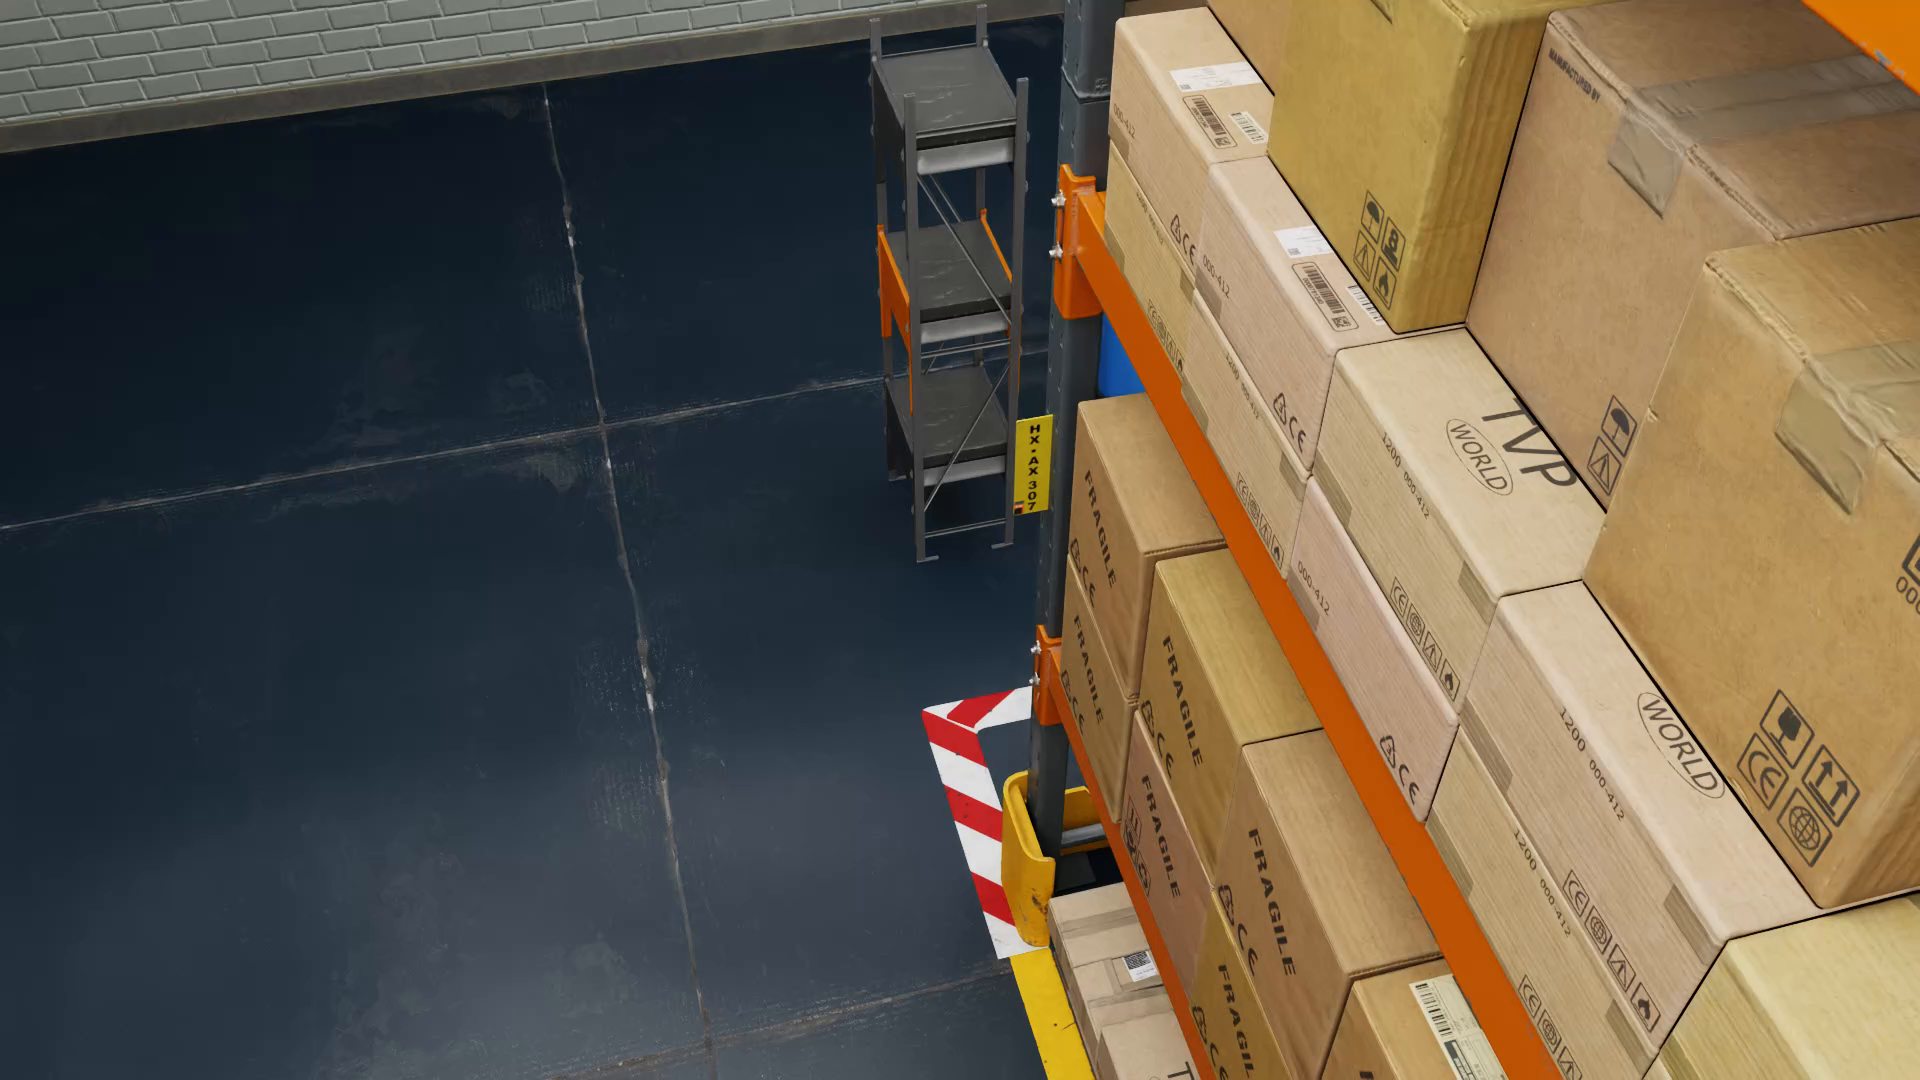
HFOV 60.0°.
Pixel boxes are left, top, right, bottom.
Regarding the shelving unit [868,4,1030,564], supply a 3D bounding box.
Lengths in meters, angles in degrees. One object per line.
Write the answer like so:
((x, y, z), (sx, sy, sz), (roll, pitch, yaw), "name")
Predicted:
((-0.042, -0.849, 6.112), (0.431, 2.100, 0.503), (-11, 47, -10), "shelving unit")

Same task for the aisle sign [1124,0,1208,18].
((0.411, -0.888, 3.699), (0.394, 0.787, 0.004), (-11, 47, -10), "aisle sign")

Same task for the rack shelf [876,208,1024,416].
((-0.042, -0.840, 6.122), (0.431, 0.518, 0.480), (-11, 47, -10), "rack shelf")

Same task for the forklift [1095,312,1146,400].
((2.113, -1.260, 5.933), (3.031, 2.935, 1.130), (20, 49, 18), "forklift")

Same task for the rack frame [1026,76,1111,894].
((0.713, 0.016, 4.634), (1.000, 3.000, 0.127), (-11, 47, -10), "rack frame")

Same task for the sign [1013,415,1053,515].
((0.188, -0.188, 4.228), (0.100, 0.325, 0.005), (-11, 47, -10), "sign")

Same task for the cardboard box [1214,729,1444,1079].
((0.836, 0.691, 3.202), (0.500, 0.500, 0.500), (-10, 46, -10), "cardboard box")

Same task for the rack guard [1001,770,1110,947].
((0.732, 0.943, 5.476), (1.175, 0.500, 0.348), (-11, 47, -10), "rack guard")

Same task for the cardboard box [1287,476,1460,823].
((0.844, 0.112, 2.545), (0.500, 0.250, 0.500), (-11, 47, -10), "cardboard box")

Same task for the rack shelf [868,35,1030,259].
((-0.042, -1.330, 5.622), (0.431, 0.518, 0.480), (-11, 47, -10), "rack shelf")

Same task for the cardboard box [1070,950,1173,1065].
((0.552, 1.378, 4.975), (0.380, 0.166, 0.250), (-11, 47, -10), "cardboard box")

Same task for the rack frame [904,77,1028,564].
((0.020, -0.681, 5.947), (0.400, 2.100, 0.015), (-11, 47, -10), "rack frame")

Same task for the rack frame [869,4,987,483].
((-0.105, -1.018, 6.277), (0.400, 2.100, 0.015), (-11, 47, -10), "rack frame")

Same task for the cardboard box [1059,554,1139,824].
((0.571, 0.335, 4.251), (0.500, 0.500, 0.500), (-10, 46, -9), "cardboard box")

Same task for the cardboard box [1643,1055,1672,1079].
((1.101, 0.802, 1.868), (0.500, 0.250, 0.500), (-11, 47, -10), "cardboard box")

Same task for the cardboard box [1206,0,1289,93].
((0.860, -1.067, 2.825), (0.700, 0.500, 0.500), (-11, 47, -10), "cardboard box")

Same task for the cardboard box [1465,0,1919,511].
((1.138, -0.381, 2.153), (0.700, 0.500, 0.500), (-11, 47, -10), "cardboard box")

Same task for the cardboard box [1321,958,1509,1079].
((0.967, 1.042, 2.859), (0.500, 0.500, 0.500), (-11, 47, -11), "cardboard box")

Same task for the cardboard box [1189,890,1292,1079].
((0.834, 1.038, 3.563), (0.500, 0.500, 0.500), (-11, 47, -10), "cardboard box")

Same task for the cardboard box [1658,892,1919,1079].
((1.099, 0.628, 1.690), (0.500, 0.250, 0.500), (-11, 47, -10), "cardboard box")

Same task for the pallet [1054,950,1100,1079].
((0.937, 1.595, 5.040), (1.003, 0.211, 1.213), (-11, 47, -10), "pallet")

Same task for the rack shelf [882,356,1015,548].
((-0.042, -0.350, 6.622), (0.431, 0.518, 0.480), (-11, 47, -10), "rack shelf")

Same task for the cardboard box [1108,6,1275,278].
((0.593, -0.754, 3.044), (0.500, 0.250, 0.500), (-11, 47, -10), "cardboard box")

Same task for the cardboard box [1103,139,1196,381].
((0.598, -0.580, 3.223), (0.500, 0.250, 0.500), (-11, 47, -10), "cardboard box")

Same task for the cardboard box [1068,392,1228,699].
((0.571, -0.015, 3.894), (0.500, 0.500, 0.500), (-9, 46, -9), "cardboard box")

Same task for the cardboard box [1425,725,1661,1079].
((0.978, 0.456, 2.208), (0.500, 0.250, 0.500), (-11, 47, -10), "cardboard box")

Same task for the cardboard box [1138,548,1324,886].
((0.713, 0.345, 3.542), (0.500, 0.500, 0.500), (-10, 46, -10), "cardboard box")

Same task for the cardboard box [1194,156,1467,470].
((0.714, -0.408, 2.704), (0.500, 0.250, 0.500), (-11, 47, -10), "cardboard box")

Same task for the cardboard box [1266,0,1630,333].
((0.906, -0.707, 2.472), (0.700, 0.500, 0.500), (-11, 47, -10), "cardboard box")

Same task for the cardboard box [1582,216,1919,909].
((1.175, -0.019, 1.798), (0.700, 0.500, 0.500), (-11, 47, -10), "cardboard box")

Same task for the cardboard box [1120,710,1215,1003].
((0.709, 0.691, 3.903), (0.500, 0.500, 0.500), (-11, 47, -11), "cardboard box")

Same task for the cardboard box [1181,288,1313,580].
((0.714, -0.233, 2.883), (0.500, 0.250, 0.500), (-11, 47, -10), "cardboard box")

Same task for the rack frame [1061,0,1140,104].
((0.713, -2.084, 2.492), (1.000, 3.000, 0.127), (-11, 47, -10), "rack frame")

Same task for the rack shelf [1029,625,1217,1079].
((1.225, 1.648, 3.538), (1.077, 0.370, 4.000), (-11, 47, -10), "rack shelf")

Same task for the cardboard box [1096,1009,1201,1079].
((0.706, 1.597, 4.702), (0.500, 0.250, 0.500), (-11, 47, -10), "cardboard box")

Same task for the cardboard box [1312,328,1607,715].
((0.848, -0.064, 2.367), (0.500, 0.250, 0.500), (-11, 47, -10), "cardboard box")

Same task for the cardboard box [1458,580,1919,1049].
((0.972, 0.282, 2.028), (0.500, 0.250, 0.500), (-11, 47, -10), "cardboard box")

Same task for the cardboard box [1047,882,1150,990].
((0.488, 1.212, 5.150), (0.380, 0.149, 0.250), (-11, 47, -10), "cardboard box")

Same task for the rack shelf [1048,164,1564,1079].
((1.225, 0.599, 2.467), (1.077, 0.370, 4.000), (-11, 47, -10), "rack shelf")
